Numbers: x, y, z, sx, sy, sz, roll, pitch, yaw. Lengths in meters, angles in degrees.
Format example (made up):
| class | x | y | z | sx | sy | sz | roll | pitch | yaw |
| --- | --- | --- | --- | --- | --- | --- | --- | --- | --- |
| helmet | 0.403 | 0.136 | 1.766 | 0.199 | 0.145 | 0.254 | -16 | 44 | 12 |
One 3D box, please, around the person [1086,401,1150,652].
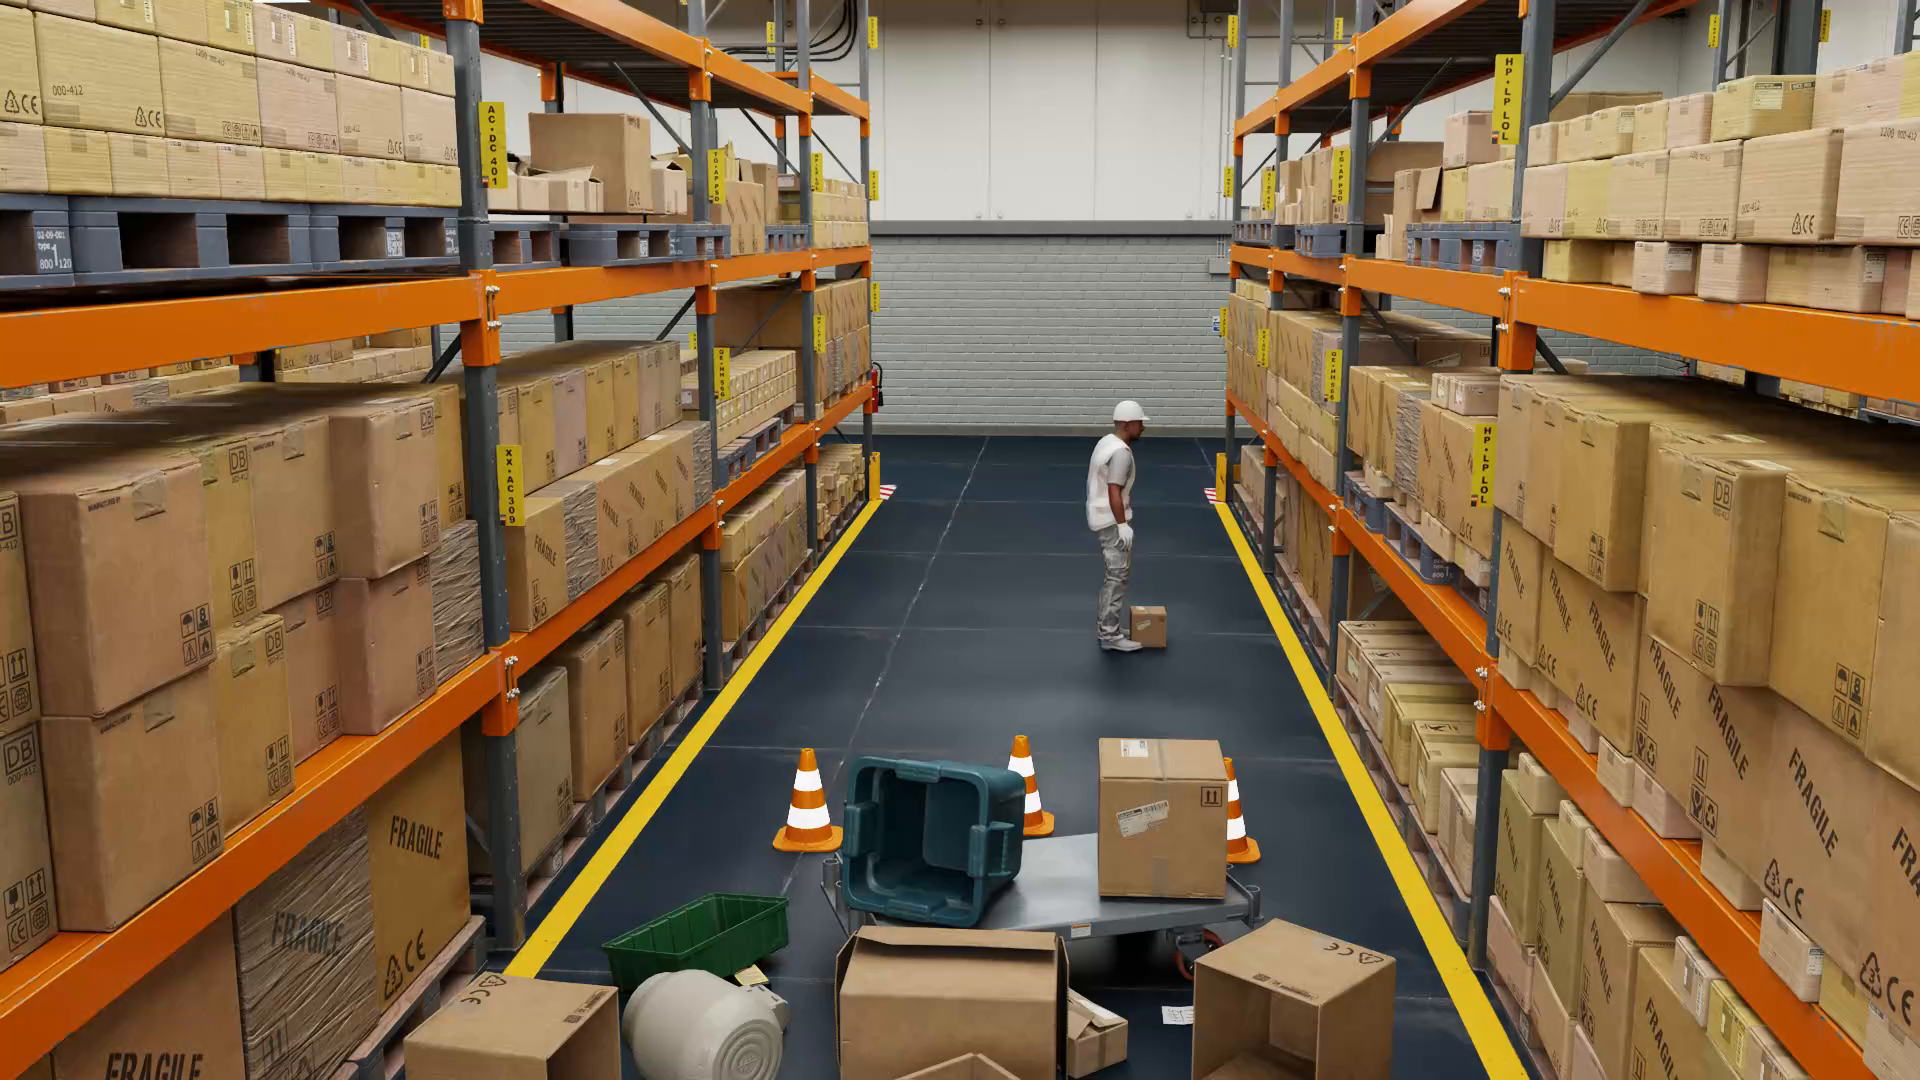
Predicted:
| class | x | y | z | sx | sy | sz | roll | pitch | yaw |
| --- | --- | --- | --- | --- | --- | --- | --- | --- | --- |
| person | 1.141 | -0.117 | 12.022 | 0.451 | 1.773 | 0.627 | 0 | 11 | 0 |
